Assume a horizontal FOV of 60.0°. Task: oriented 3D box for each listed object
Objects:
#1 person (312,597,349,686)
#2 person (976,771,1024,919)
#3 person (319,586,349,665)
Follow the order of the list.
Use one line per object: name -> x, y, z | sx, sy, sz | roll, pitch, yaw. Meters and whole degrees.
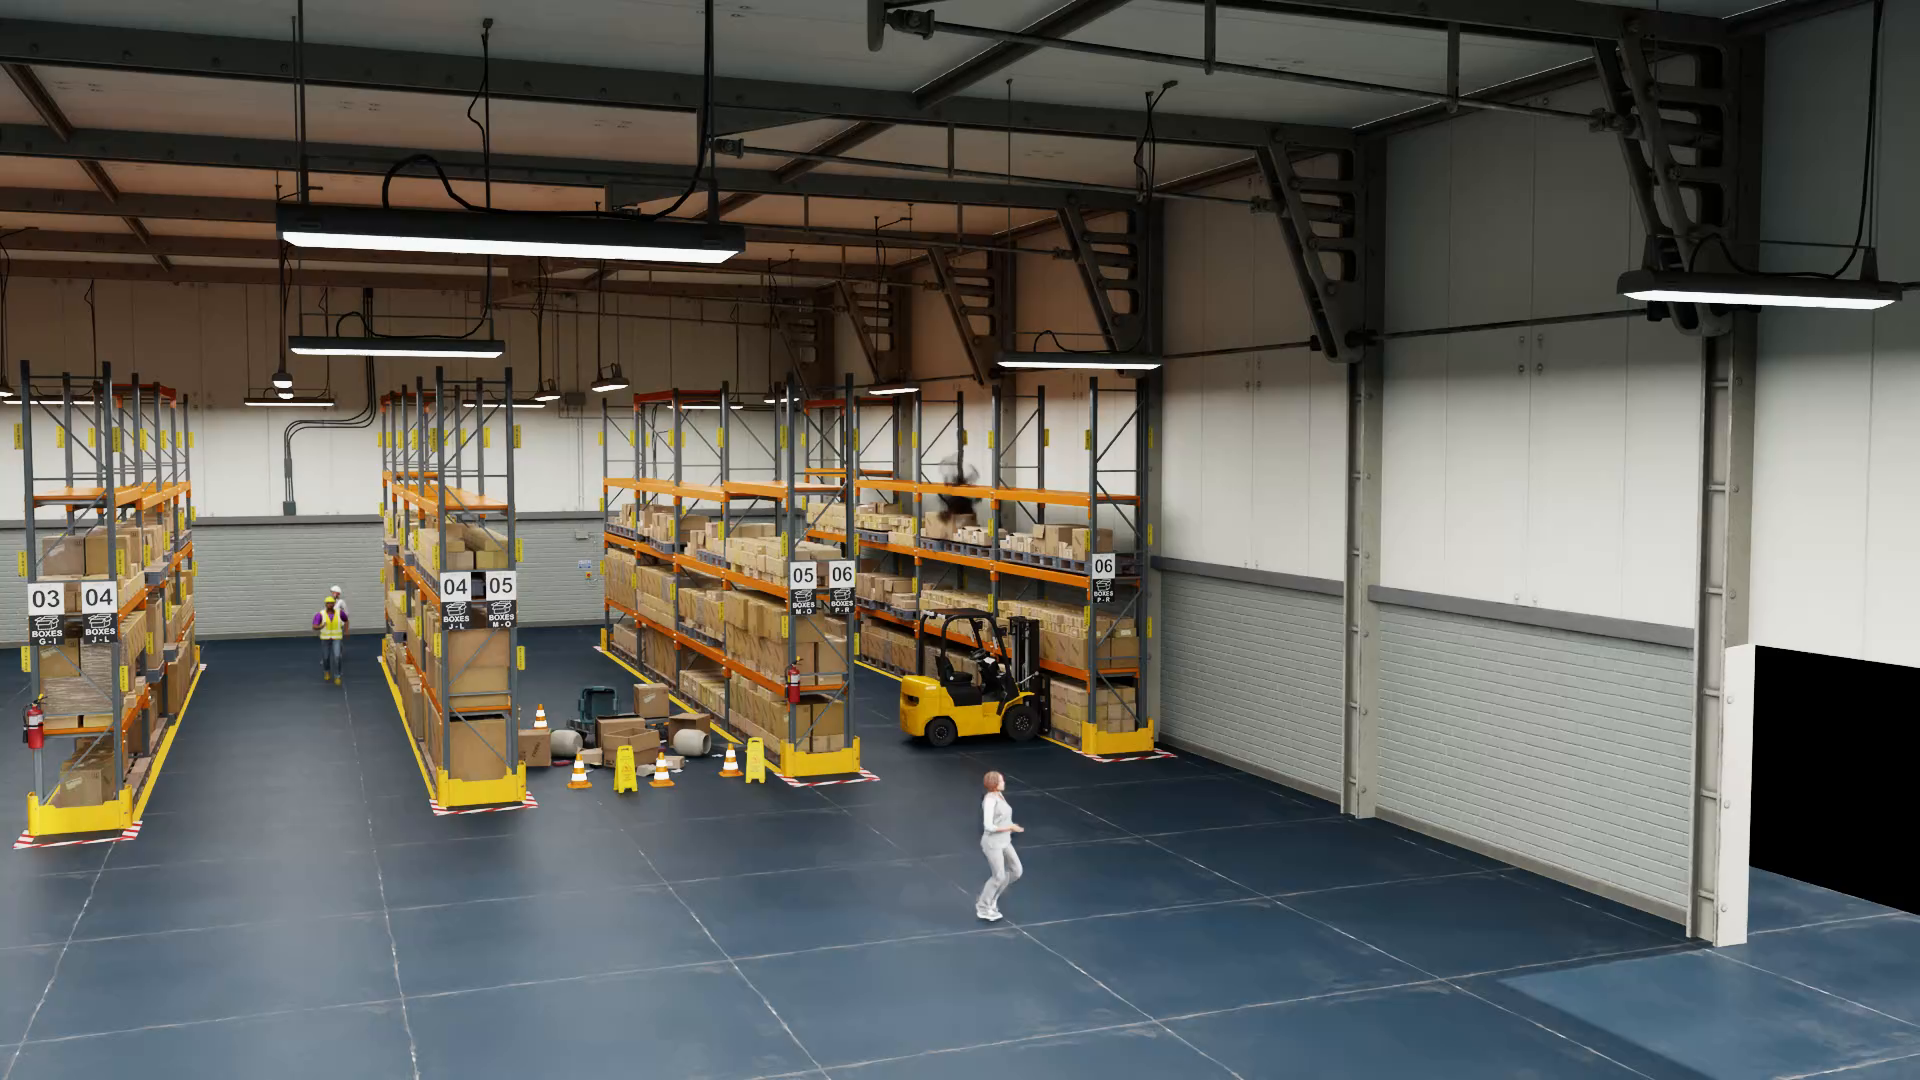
person -> -12.874, 2.042, 34.033 | 0.702, 1.769, 0.950 | -1, 4, -22
person -> 0.432, 3.169, 17.268 | 0.555, 1.559, 0.522 | 1, 4, 20
person -> -14.028, 1.903, 37.366 | 0.700, 1.735, 0.783 | 1, 4, 16
